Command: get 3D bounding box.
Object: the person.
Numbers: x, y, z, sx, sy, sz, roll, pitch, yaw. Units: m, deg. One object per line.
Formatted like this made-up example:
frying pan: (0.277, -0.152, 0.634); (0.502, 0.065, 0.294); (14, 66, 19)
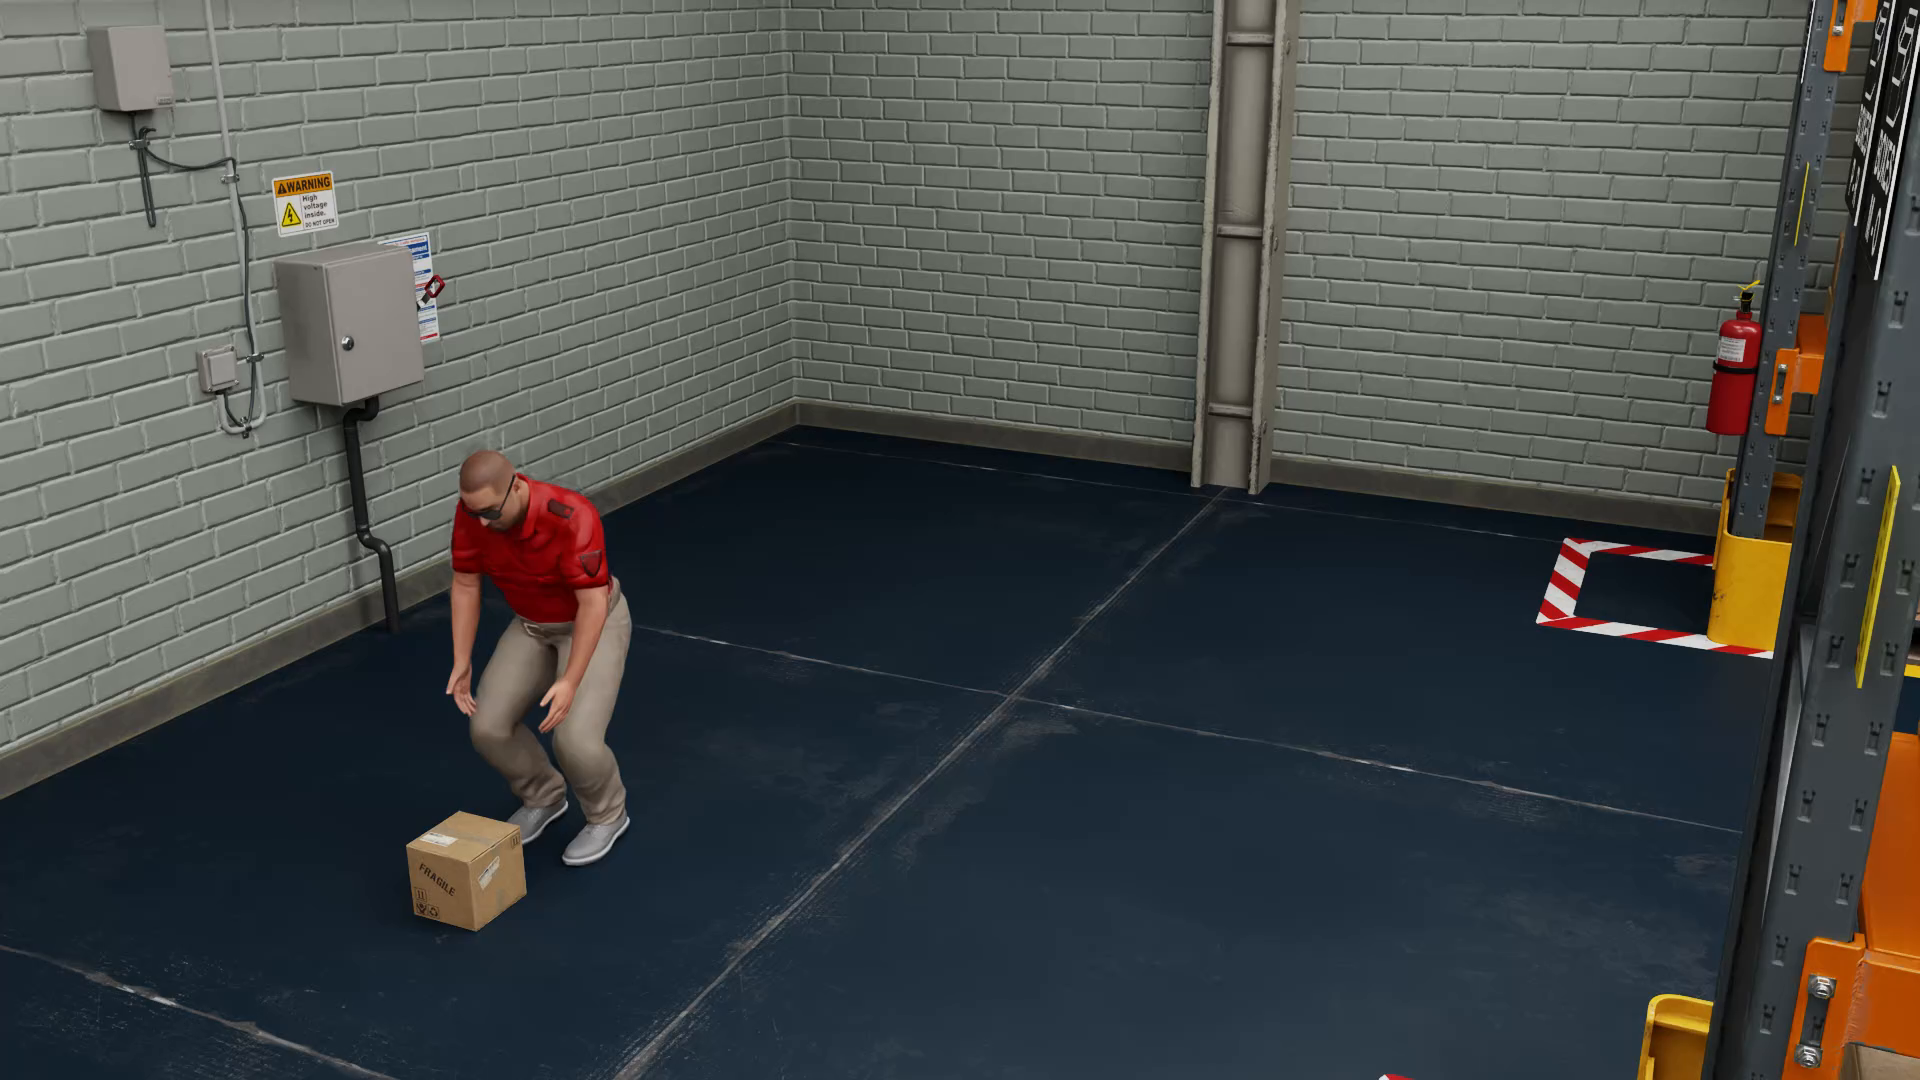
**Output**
person: (-1.348, 0.353, 5.478); (0.588, 1.467, 0.666); (8, 21, 23)
